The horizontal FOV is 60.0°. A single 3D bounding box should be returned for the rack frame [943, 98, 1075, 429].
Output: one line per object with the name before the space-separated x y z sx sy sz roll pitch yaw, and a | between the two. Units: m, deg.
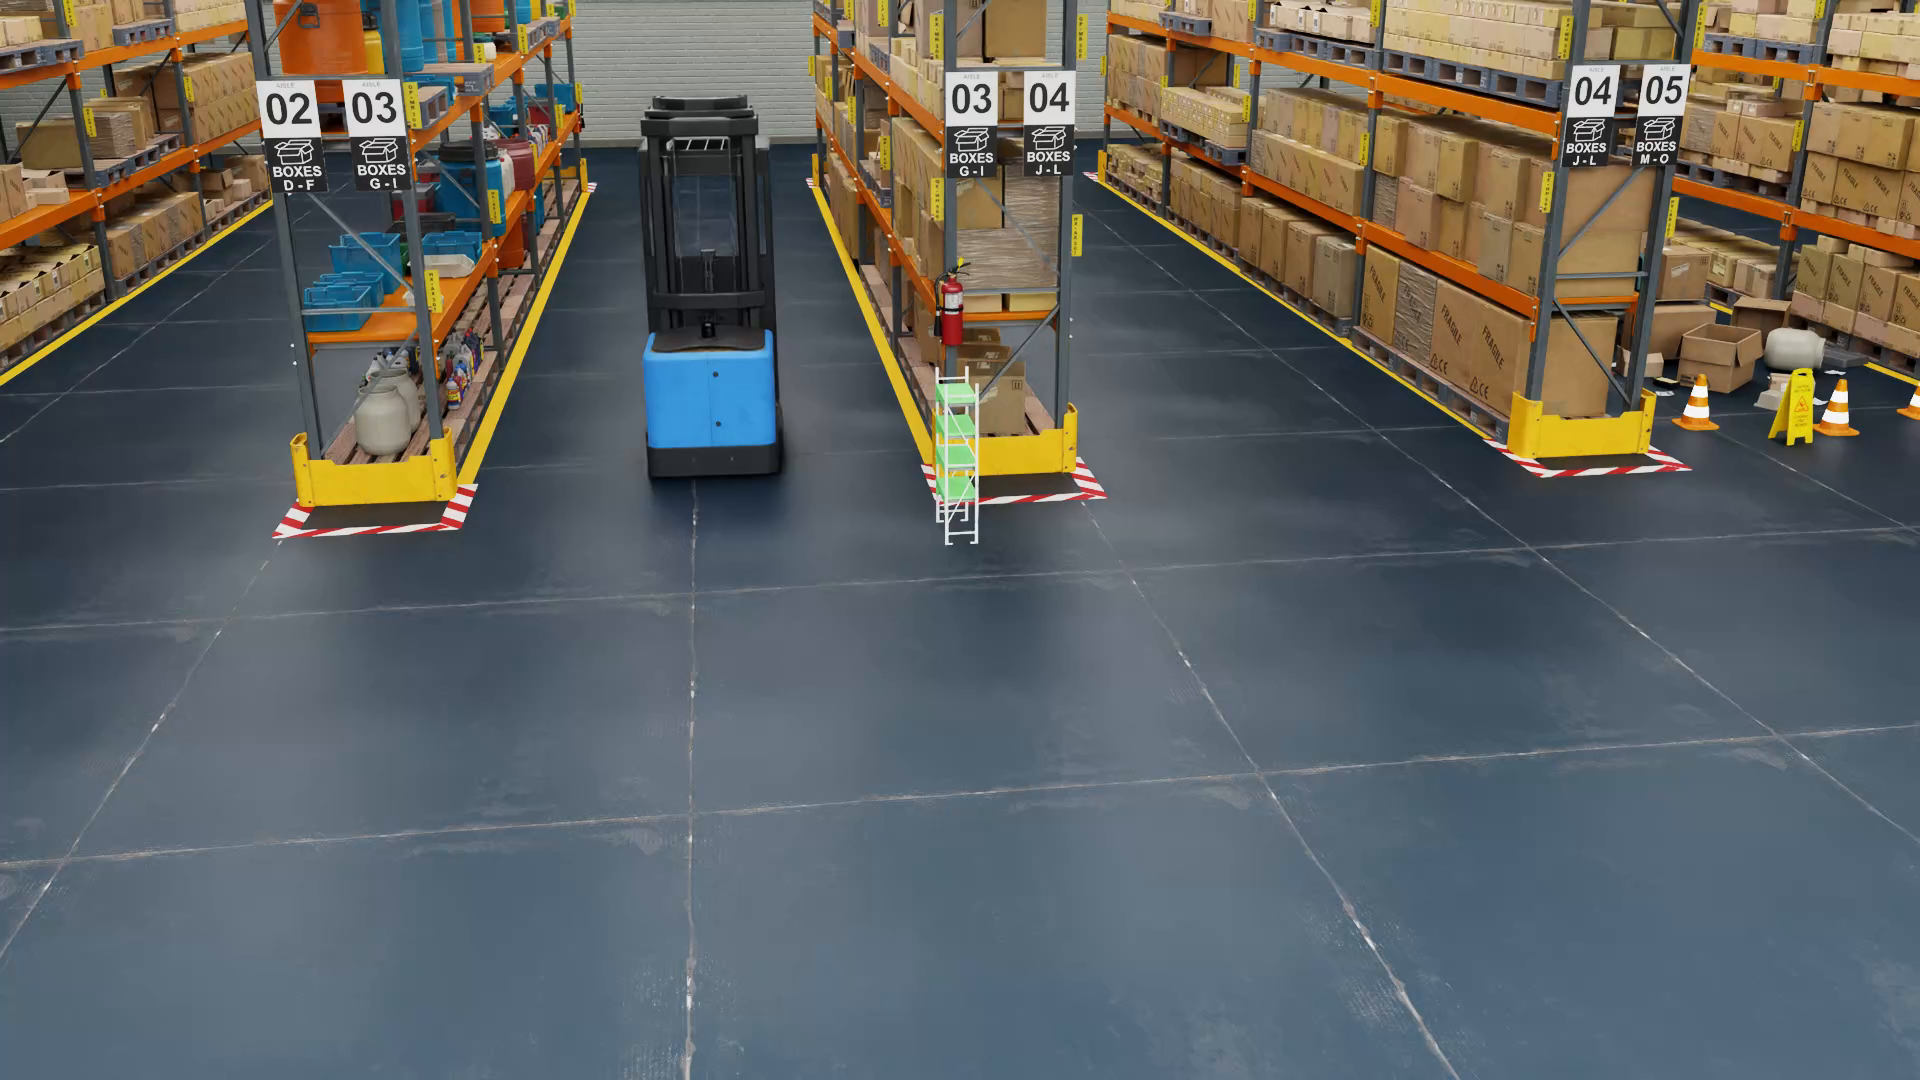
rack frame | 0.377 -1.972 13.210 1.000 3.000 0.127 -3 21 -8

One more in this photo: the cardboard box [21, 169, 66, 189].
cardboard box | -10.571 -4.074 18.964 0.500 0.311 0.500 -2 21 -4

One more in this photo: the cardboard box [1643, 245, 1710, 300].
cardboard box | 7.849 -2.941 18.293 0.500 0.500 0.500 -3 21 -8

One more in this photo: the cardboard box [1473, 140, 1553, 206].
cardboard box | 5.167 -3.281 14.955 0.875 0.550 0.550 -3 21 -8

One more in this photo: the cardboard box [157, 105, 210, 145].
cardboard box | -10.960 -5.866 23.492 0.500 0.500 0.500 -2 21 -6

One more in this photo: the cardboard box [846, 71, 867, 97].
cardboard box | -1.165 -6.185 22.912 0.797 0.503 0.637 -3 21 -7

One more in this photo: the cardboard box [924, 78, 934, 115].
cardboard box | -0.019 -3.634 13.587 0.500 0.250 0.500 -3 21 -7

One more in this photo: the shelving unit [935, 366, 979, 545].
shelving unit | -0.024 -0.619 12.160 0.258 1.200 0.503 -3 21 -8

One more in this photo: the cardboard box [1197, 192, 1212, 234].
cardboard box | 3.629 -4.560 23.111 0.500 0.500 0.500 -4 21 -10

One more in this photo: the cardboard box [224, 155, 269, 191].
cardboard box | -11.411 -5.873 26.598 0.500 0.500 0.500 -3 21 -8

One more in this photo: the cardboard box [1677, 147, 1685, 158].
cardboard box | 9.025 -4.827 20.611 0.380 0.149 0.250 -2 21 -5

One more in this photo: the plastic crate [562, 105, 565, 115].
plastic crate | -6.534 -6.894 26.678 0.396 0.136 0.243 -3 21 -8

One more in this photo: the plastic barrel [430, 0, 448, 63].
plastic barrel | -5.484 -5.139 16.685 0.600 0.901 0.600 0 20 0

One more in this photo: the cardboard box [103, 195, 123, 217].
cardboard box | -11.111 -4.316 21.356 0.500 0.250 0.500 -3 21 -9

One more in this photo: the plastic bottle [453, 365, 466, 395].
plastic bottle | -4.541 -1.447 15.075 0.097 0.271 0.097 0 20 0

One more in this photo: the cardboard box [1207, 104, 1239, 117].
cardboard box | 3.508 -5.732 22.184 0.380 0.149 0.250 -2 21 -6

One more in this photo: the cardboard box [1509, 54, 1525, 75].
cardboard box | 4.843 -3.993 13.948 0.380 0.149 0.250 -3 21 -7

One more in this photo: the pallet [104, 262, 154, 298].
pallet | -10.650 -3.198 20.477 1.003 0.211 1.213 -3 21 -8

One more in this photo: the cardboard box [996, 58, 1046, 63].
cardboard box | 0.497 -3.875 13.661 0.380 0.149 0.250 -2 21 -6

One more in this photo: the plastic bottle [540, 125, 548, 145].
plastic bottle | -5.878 -5.699 23.365 0.152 0.276 0.135 -3 21 -8

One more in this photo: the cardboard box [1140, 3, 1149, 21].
cardboard box | 3.097 -8.183 25.765 0.500 0.250 0.500 -3 21 -8

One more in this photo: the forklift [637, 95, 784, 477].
forklift | -2.143 -2.353 14.326 1.130 2.935 3.031 -2 21 -6

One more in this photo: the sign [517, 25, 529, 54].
sign | -5.134 -5.879 19.532 0.100 0.325 0.005 -3 21 -8

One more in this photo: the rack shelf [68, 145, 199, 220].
rack shelf | -10.868 -4.599 21.272 1.077 0.370 4.000 -3 21 -8

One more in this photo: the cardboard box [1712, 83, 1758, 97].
cardboard box | 12.904 -7.458 27.686 0.500 0.250 0.500 -3 21 -8

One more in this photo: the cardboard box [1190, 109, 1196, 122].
cardboard box | 3.399 -5.860 22.952 0.380 0.149 0.250 -3 21 -9

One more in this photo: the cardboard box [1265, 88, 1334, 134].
cardboard box | 4.201 -5.317 20.592 0.700 0.500 0.500 -3 21 -8

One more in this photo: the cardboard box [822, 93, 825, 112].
cardboard box | -1.897 -6.867 26.105 0.500 0.250 0.500 -3 21 -9

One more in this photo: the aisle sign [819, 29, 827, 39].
aisle sign | -2.237 -8.740 27.614 0.394 0.787 0.004 -3 21 -8

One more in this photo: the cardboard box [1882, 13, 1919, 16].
cardboard box | 9.868 -5.420 17.372 0.380 0.149 0.250 -2 21 -7

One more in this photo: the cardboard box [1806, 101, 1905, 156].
cardboard box | 9.455 -4.349 17.575 0.700 0.500 0.500 -3 21 -8

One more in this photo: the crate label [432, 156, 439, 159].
crate label | -5.802 -4.151 18.994 0.502 0.435 0.616 -3 21 -8

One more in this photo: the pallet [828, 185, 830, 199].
pallet | -1.564 -5.511 26.671 1.003 0.211 1.213 -3 21 -8

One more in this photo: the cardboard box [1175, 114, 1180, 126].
cardboard box | 3.284 -5.992 23.732 0.380 0.149 0.250 -3 21 -7

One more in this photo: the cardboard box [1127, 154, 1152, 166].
cardboard box | 2.942 -6.214 27.191 0.380 0.149 0.250 -3 21 -7

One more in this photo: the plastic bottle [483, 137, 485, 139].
plastic bottle | -6.398 -5.239 22.133 0.152 0.276 0.135 -3 21 -8

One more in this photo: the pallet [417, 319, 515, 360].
pallet | -5.253 -2.071 17.460 1.003 0.211 1.213 -3 21 -8

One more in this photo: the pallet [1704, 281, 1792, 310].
pallet | 9.493 -2.820 19.466 1.003 0.211 1.213 -3 21 -8

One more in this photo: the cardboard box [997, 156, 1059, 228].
cardboard box | 0.567 -2.831 13.512 0.500 0.500 0.500 -3 21 -8

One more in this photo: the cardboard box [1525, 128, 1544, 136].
cardboard box | 8.453 -5.860 23.834 0.500 0.250 0.500 -3 21 -9

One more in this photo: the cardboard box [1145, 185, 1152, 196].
cardboard box | 3.119 -5.505 26.142 0.380 0.149 0.250 -4 21 -10

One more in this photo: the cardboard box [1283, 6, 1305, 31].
cardboard box | 4.105 -6.101 19.448 0.500 0.250 0.500 -2 21 -6

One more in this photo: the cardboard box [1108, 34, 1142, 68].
cardboard box | 2.795 -8.213 27.922 0.500 0.500 0.500 -3 21 -8

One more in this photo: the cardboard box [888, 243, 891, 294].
cardboard box | -0.479 -3.159 19.331 0.700 0.500 0.500 -1 21 -3

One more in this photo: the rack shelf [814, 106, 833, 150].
rack shelf | -1.641 -6.483 26.314 1.077 0.370 4.000 -3 21 -8

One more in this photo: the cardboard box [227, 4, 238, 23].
cardboard box | -11.337 -8.011 25.304 0.500 0.250 0.500 -3 21 -8

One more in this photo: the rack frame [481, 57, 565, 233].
rack frame | -6.254 -5.877 23.665 1.000 3.000 0.127 -3 21 -8

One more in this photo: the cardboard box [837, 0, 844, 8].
cardboard box | -1.525 -8.091 24.418 0.700 0.500 0.500 -4 21 -11

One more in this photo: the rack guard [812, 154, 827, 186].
rack guard | -1.933 -6.349 28.502 1.175 0.500 0.348 -3 21 -8

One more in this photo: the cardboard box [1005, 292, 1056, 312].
cardboard box | 0.572 -1.965 13.550 0.380 0.149 0.250 -3 21 -8

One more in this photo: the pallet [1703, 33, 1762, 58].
pallet | 9.470 -5.752 19.312 1.213 0.211 1.003 -3 21 -8

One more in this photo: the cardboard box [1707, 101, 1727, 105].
cardboard box | 9.530 -5.129 20.492 0.500 0.500 0.500 -4 21 -11

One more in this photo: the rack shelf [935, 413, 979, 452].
rack shelf | -0.024 -0.784 12.098 0.258 0.148 0.480 -3 21 -8

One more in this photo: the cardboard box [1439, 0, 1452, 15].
cardboard box | 4.624 -4.893 15.220 0.380 0.149 0.250 -3 21 -8

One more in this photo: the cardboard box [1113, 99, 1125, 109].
cardboard box | 2.779 -7.299 27.831 0.380 0.149 0.250 -4 21 -9

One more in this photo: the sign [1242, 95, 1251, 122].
sign | 3.611 -5.432 20.932 0.100 0.325 0.005 -3 21 -8
